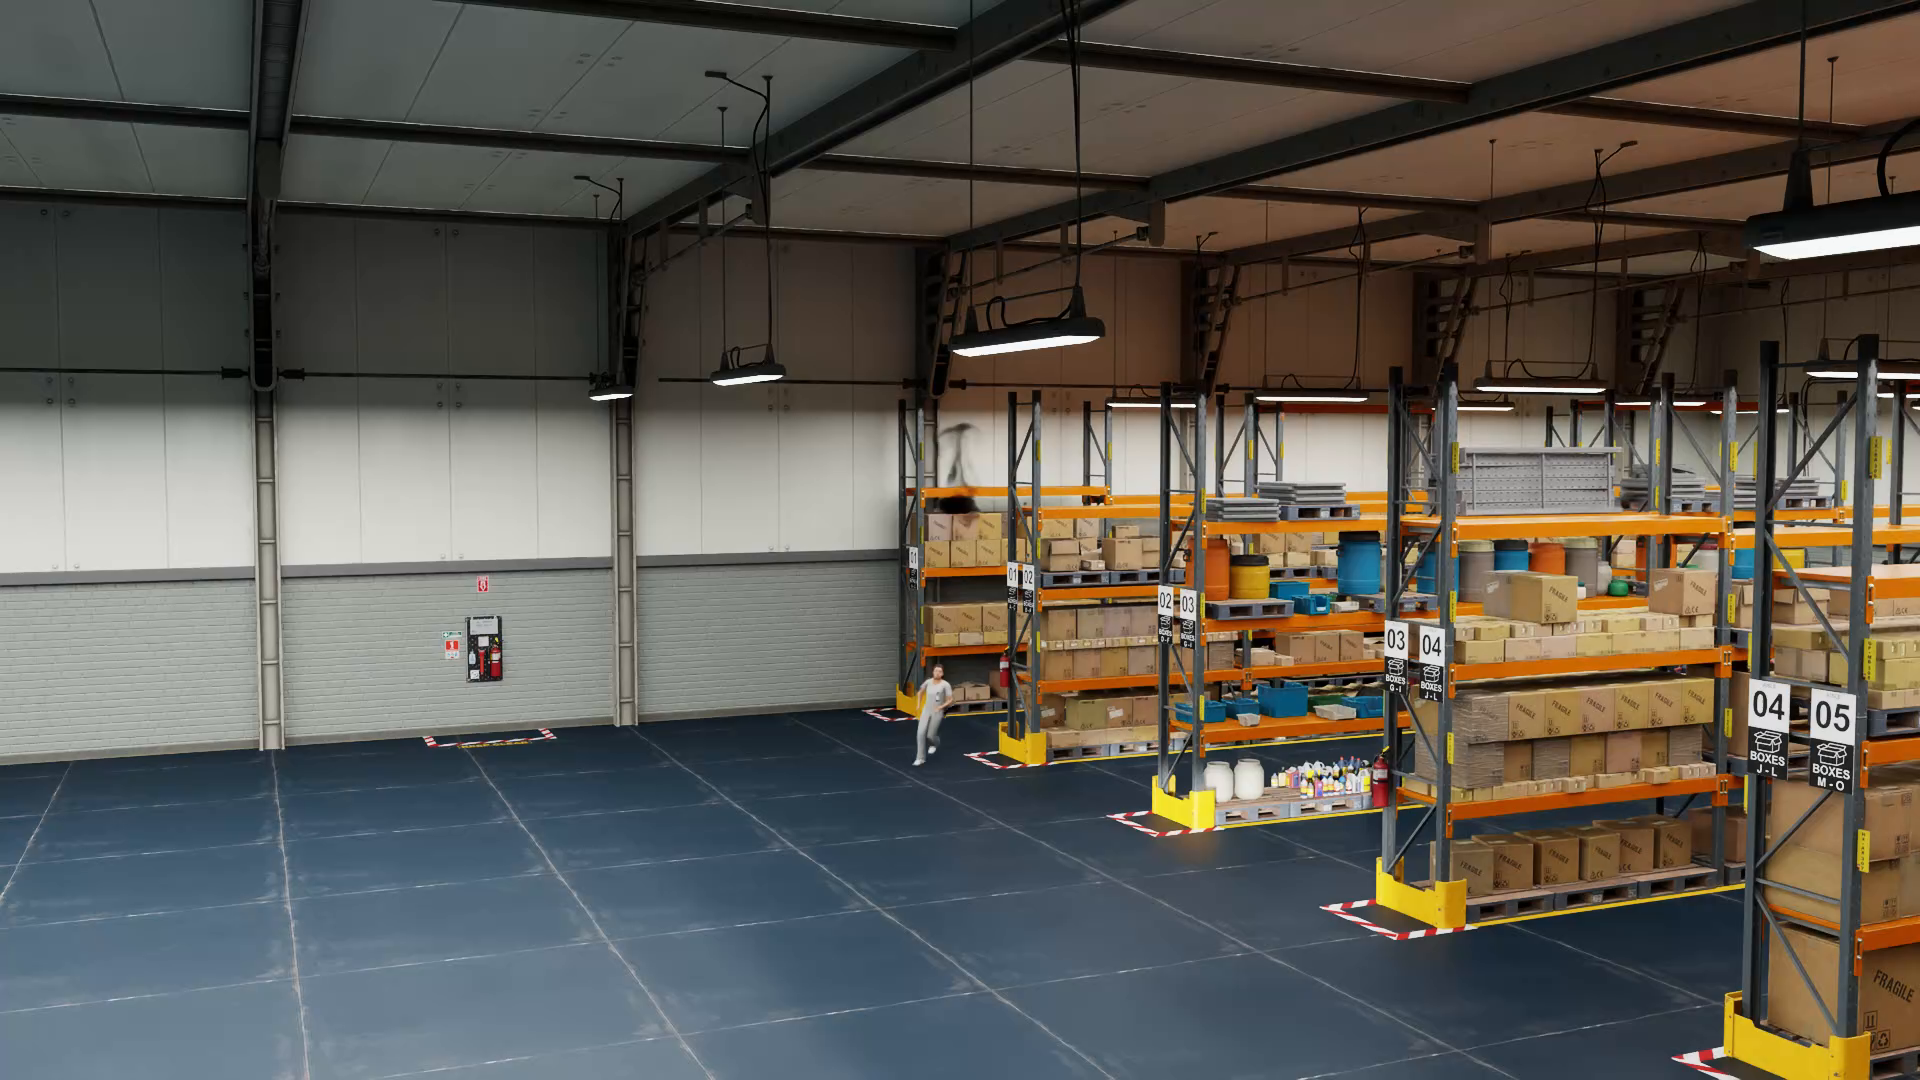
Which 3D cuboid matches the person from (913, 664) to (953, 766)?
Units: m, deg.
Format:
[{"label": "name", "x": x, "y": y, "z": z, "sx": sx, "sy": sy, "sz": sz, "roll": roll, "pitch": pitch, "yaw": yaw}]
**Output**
[{"label": "person", "x": -0.398, "y": 2.798, "z": 26.793, "sx": 0.605, "sy": 1.608, "sz": 0.757, "roll": 1, "pitch": 4, "yaw": 18}]
